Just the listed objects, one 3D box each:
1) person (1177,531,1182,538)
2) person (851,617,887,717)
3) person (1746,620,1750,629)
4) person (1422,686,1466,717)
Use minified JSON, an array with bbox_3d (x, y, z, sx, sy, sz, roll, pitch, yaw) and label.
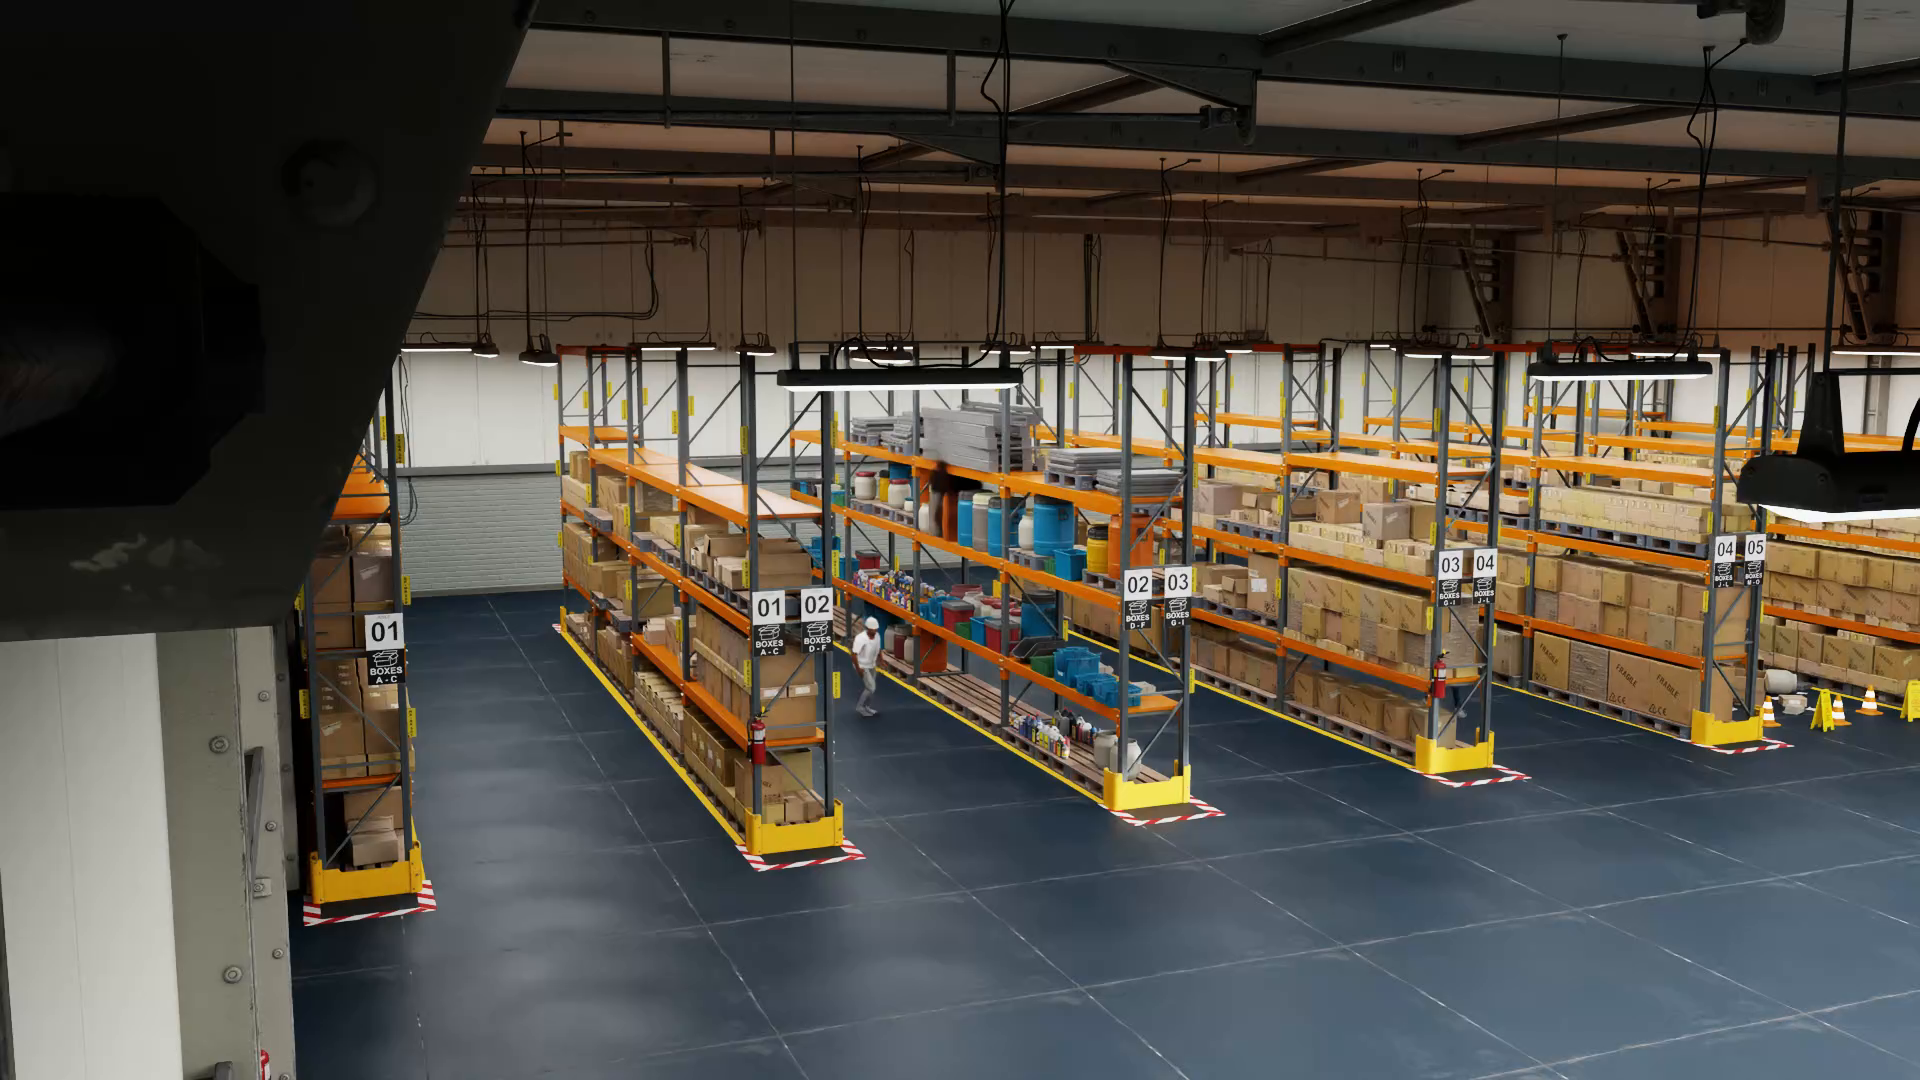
[{"bbox_3d":[5.651,0.166,41.862,0.594,1.735,0.809,6,9,37],"label":"person"},{"bbox_3d":[-1.504,2.059,27.125,0.618,1.694,0.701,4,8,31],"label":"person"},{"bbox_3d":[15.901,1.372,33.427,0.594,1.477,0.832,-6,10,-42],"label":"person"},{"bbox_3d":[8.057,2.159,27.379,0.516,1.375,0.964,-4,8,-26],"label":"person"}]
